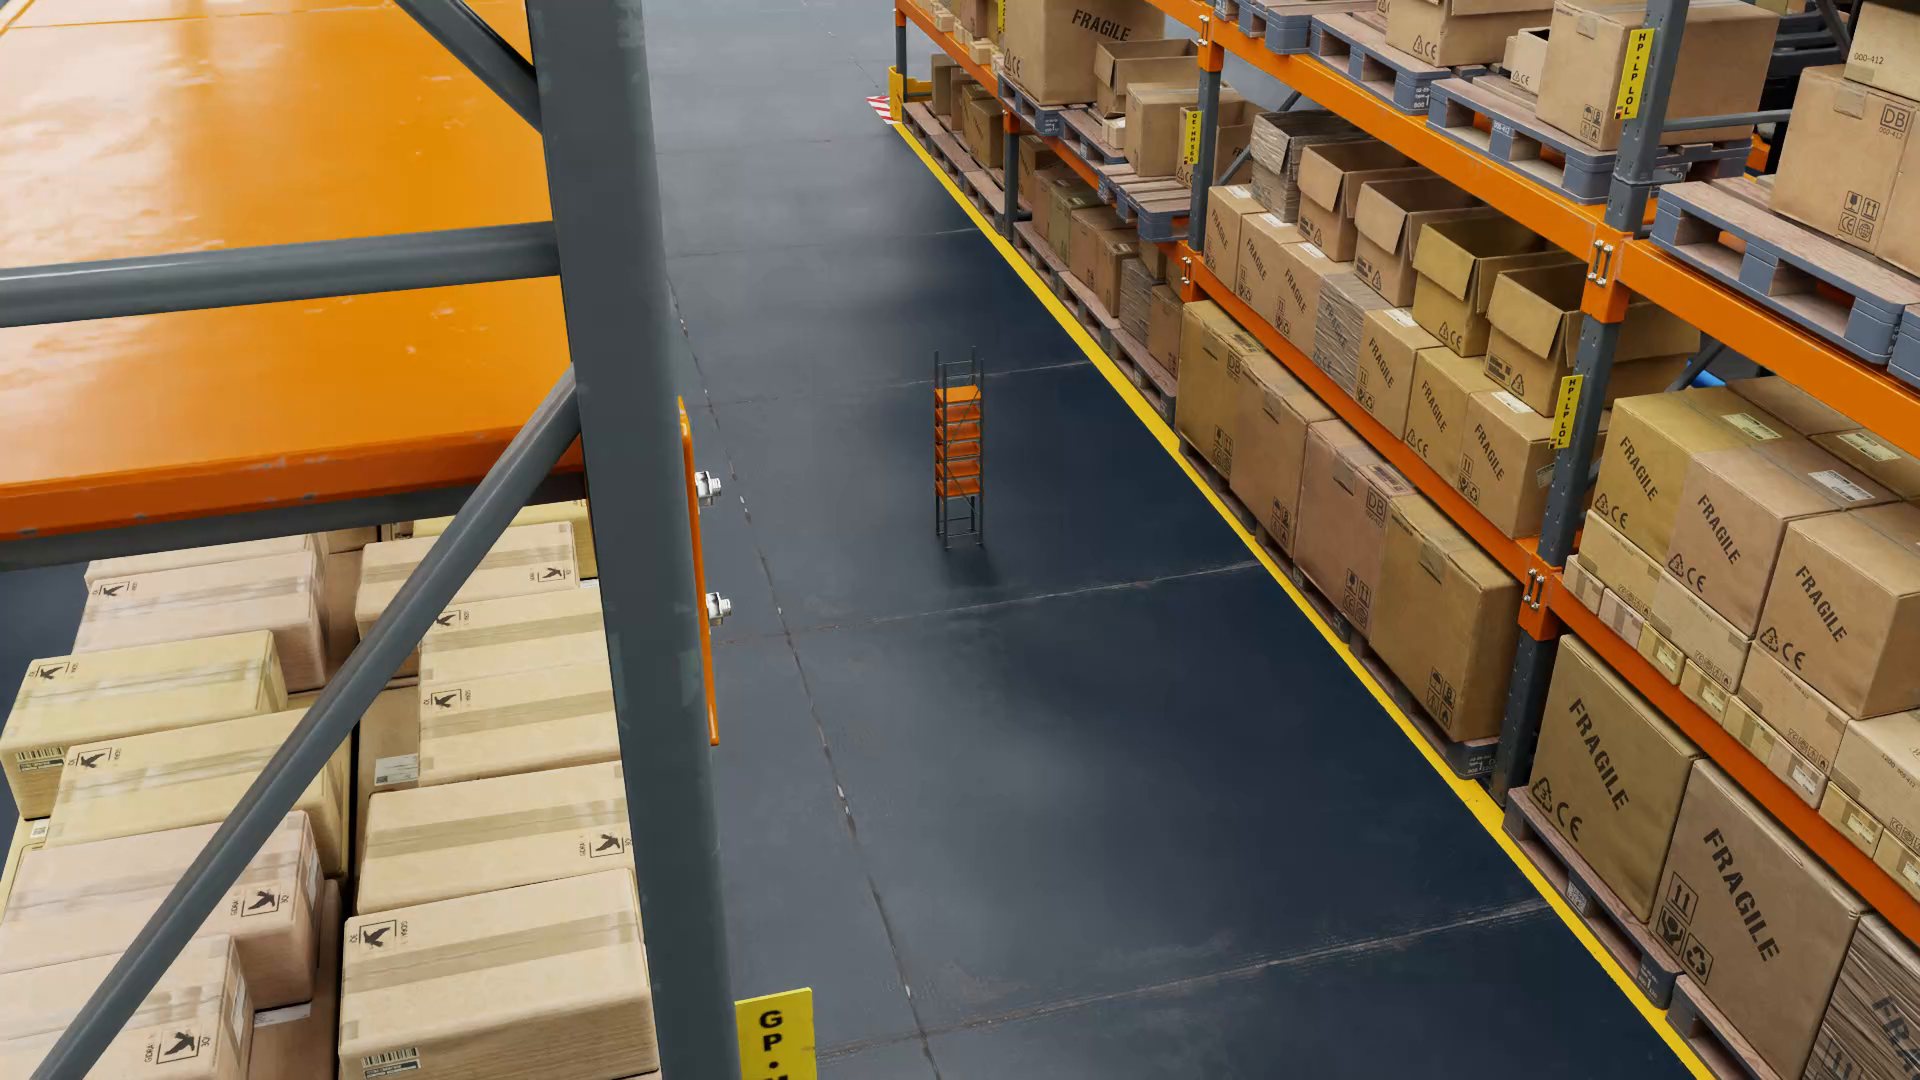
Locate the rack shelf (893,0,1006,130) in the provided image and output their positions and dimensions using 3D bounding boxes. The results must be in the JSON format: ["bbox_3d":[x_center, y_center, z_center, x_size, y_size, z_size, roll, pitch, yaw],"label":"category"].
[{"bbox_3d":[0.351,-4.651,15.740,1.077,0.370,4.000,-8,31,-13],"label":"rack shelf"}]

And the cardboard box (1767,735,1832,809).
[{"bbox_3d":[3.108,0.789,5.874,0.380,0.149,0.250,-7,31,-13],"label":"cardboard box"}]

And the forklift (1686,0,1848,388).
[{"bbox_3d":[4.398,-1.889,10.319,1.130,2.935,3.031,-8,31,-14],"label":"forklift"}]

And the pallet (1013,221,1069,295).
[{"bbox_3d":[1.090,-2.413,13.940,1.003,0.211,1.213,-8,31,-13],"label":"pallet"}]

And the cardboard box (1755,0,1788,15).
[{"bbox_3d":[9.435,-6.030,18.982,0.500,0.500,0.500,-8,31,-13],"label":"cardboard box"}]

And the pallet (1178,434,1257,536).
[{"bbox_3d":[2.080,-0.467,10.577,1.003,0.211,1.213,-8,31,-13],"label":"pallet"}]

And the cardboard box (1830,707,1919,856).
[{"bbox_3d":[3.271,0.795,5.466,0.500,0.250,0.500,-8,31,-13],"label":"cardboard box"}]

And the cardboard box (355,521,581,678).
[{"bbox_3d":[-0.895,0.107,3.060,0.380,0.149,0.250,-7,31,-12],"label":"cardboard box"}]

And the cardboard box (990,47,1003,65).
[{"bbox_3d":[0.476,-4.203,14.499,0.380,0.149,0.250,-8,31,-13],"label":"cardboard box"}]

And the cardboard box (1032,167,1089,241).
[{"bbox_3d":[1.024,-2.805,13.890,0.700,0.500,0.500,-10,32,-17],"label":"cardboard box"}]

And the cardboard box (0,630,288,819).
[{"bbox_3d":[-1.328,0.297,2.731,0.380,0.149,0.250,-7,31,-12],"label":"cardboard box"}]

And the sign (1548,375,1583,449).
[{"bbox_3d":[2.485,-0.522,6.812,0.100,0.325,0.005,-8,31,-13],"label":"sign"}]

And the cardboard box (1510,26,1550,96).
[{"bbox_3d":[2.801,-2.116,7.317,0.500,0.311,0.500,-9,31,-15],"label":"cardboard box"}]

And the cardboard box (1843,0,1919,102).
[{"bbox_3d":[3.249,-1.568,5.335,0.500,0.250,0.500,-10,31,-16],"label":"cardboard box"}]

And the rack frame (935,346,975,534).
[{"bbox_3d":[-0.028,-0.570,9.769,0.240,1.200,0.006,-8,31,-13],"label":"rack frame"}]

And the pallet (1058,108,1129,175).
[{"bbox_3d":[1.379,-2.932,12.244,1.003,0.211,1.213,-8,31,-13],"label":"pallet"}]

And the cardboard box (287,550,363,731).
[{"bbox_3d":[-1.380,0.277,3.164,0.500,0.250,0.500,-7,31,-13],"label":"cardboard box"}]

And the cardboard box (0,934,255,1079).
[{"bbox_3d":[-1.114,0.667,2.094,0.380,0.149,0.250,-8,31,-14],"label":"cardboard box"}]

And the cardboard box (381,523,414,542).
[{"bbox_3d":[-1.006,-0.028,3.691,0.500,0.250,0.500,-9,31,-15],"label":"cardboard box"}]

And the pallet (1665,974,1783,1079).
[{"bbox_3d":[3.459,2.043,6.242,1.003,0.211,1.213,-8,31,-13],"label":"pallet"}]

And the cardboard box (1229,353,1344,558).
[{"bbox_3d":[2.336,-0.559,9.654,1.225,0.875,0.875,-8,31,-13],"label":"cardboard box"}]

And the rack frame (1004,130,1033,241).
[{"bbox_3d":[0.882,-3.996,13.891,1.000,3.000,0.127,-8,31,-13],"label":"rack frame"}]

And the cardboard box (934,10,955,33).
[{"bbox_3d":[-0.029,-4.913,15.725,0.380,0.149,0.250,-8,31,-13],"label":"cardboard box"}]

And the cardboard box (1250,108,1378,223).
[{"bbox_3d":[2.122,-2.186,9.663,0.797,0.503,0.637,-7,31,-12],"label":"cardboard box"}]

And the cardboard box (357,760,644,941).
[{"bbox_3d":[-0.659,0.476,2.423,0.380,0.149,0.250,-7,31,-11],"label":"cardboard box"}]

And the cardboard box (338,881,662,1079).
[{"bbox_3d":[-0.611,0.709,2.418,0.500,0.250,0.500,-7,31,-12],"label":"cardboard box"}]

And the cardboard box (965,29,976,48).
[{"bbox_3d":[0.257,-4.563,15.120,0.380,0.149,0.250,-8,31,-13],"label":"cardboard box"}]

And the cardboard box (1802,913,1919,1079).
[{"bbox_3d":[3.578,1.799,5.580,0.875,0.875,0.875,-8,31,-13],"label":"cardboard box"}]

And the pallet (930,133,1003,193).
[{"bbox_3d":[0.342,-3.699,16.162,1.003,0.211,1.213,-8,31,-13],"label":"pallet"}]

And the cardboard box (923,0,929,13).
[{"bbox_3d":[-0.148,-5.286,16.370,0.380,0.149,0.250,-8,31,-13],"label":"cardboard box"}]

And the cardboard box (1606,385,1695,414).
[{"bbox_3d":[3.124,-0.431,7.632,0.500,0.500,0.500,-8,31,-13],"label":"cardboard box"}]

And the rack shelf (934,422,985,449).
[{"bbox_3d":[-0.004,-0.592,9.655,0.258,0.103,0.180,-8,31,-13],"label":"rack shelf"}]

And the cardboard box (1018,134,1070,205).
[{"bbox_3d":[0.814,-3.295,14.755,0.500,0.500,0.500,-9,31,-15],"label":"cardboard box"}]

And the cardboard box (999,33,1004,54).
[{"bbox_3d":[0.822,-4.394,14.181,0.875,0.500,0.500,-8,31,-13],"label":"cardboard box"}]

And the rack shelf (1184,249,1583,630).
[{"bbox_3d":[2.474,-0.787,9.064,1.077,0.370,4.000,-8,31,-13],"label":"rack shelf"}]

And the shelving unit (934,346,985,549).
[{"bbox_3d":[-0.004,-0.526,9.693,0.258,1.200,0.189,-8,31,-13],"label":"shelving unit"}]

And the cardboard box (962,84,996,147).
[{"bbox_3d":[0.309,-4.135,16.207,0.500,0.500,0.500,-5,30,-9],"label":"cardboard box"}]

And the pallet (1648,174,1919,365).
[{"bbox_3d":[3.212,-0.996,5.801,1.003,0.211,1.213,-8,31,-13],"label":"pallet"}]

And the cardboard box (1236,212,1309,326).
[{"bbox_3d":[1.949,-1.588,9.630,0.500,0.500,0.500,-9,31,-15],"label":"cardboard box"}]

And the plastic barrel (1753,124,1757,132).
[{"bbox_3d":[6.128,-3.443,12.824,0.421,0.512,0.421,0,30,0],"label":"plastic barrel"}]

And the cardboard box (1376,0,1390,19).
[{"bbox_3d":[2.489,-2.897,8.479,0.500,0.500,0.500,-6,31,-11],"label":"cardboard box"}]

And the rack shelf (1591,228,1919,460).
[{"bbox_3d":[3.536,-0.153,4.975,1.077,0.370,4.000,-8,31,-13],"label":"rack shelf"}]

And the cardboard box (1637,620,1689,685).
[{"bbox_3d":[2.903,0.418,6.516,0.380,0.149,0.250,-7,31,-12],"label":"cardboard box"}]

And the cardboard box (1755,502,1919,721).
[{"bbox_3d":[3.152,0.234,5.686,0.500,0.500,0.500,-9,31,-15],"label":"cardboard box"}]

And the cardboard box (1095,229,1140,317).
[{"bbox_3d":[1.430,-2.033,12.555,0.700,0.500,0.500,-5,30,-9],"label":"cardboard box"}]

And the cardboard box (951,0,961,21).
[{"bbox_3d":[0.401,-5.115,15.427,0.875,0.500,0.500,-8,31,-13],"label":"cardboard box"}]

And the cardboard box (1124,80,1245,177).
[{"bbox_3d":[1.517,-2.801,11.307,0.700,0.500,0.500,-3,30,-6],"label":"cardboard box"}]

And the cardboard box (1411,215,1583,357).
[{"bbox_3d":[2.657,-1.250,8.046,0.797,0.503,0.637,-8,31,-13],"label":"cardboard box"}]

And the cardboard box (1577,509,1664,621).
[{"bbox_3d":[2.877,0.066,6.726,0.500,0.250,0.500,-8,31,-14],"label":"cardboard box"}]

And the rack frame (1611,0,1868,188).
[{"bbox_3d":[3.005,-2.729,5.713,1.000,3.000,0.127,-8,31,-13],"label":"rack frame"}]

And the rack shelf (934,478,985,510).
[{"bbox_3d":[-0.004,-0.280,9.835,0.258,0.103,0.180,-8,31,-13],"label":"rack shelf"}]

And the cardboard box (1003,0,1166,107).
[{"bbox_3d":[0.958,-4.035,12.940,1.000,1.000,1.000,-8,31,-13],"label":"cardboard box"}]

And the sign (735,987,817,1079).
[{"bbox_3d":[-0.219,0.662,1.977,0.100,0.325,0.005,-8,31,-13],"label":"sign"}]

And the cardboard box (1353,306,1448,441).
[{"bbox_3d":[2.348,-0.857,8.367,0.500,0.500,0.500,-8,31,-14],"label":"cardboard box"}]
